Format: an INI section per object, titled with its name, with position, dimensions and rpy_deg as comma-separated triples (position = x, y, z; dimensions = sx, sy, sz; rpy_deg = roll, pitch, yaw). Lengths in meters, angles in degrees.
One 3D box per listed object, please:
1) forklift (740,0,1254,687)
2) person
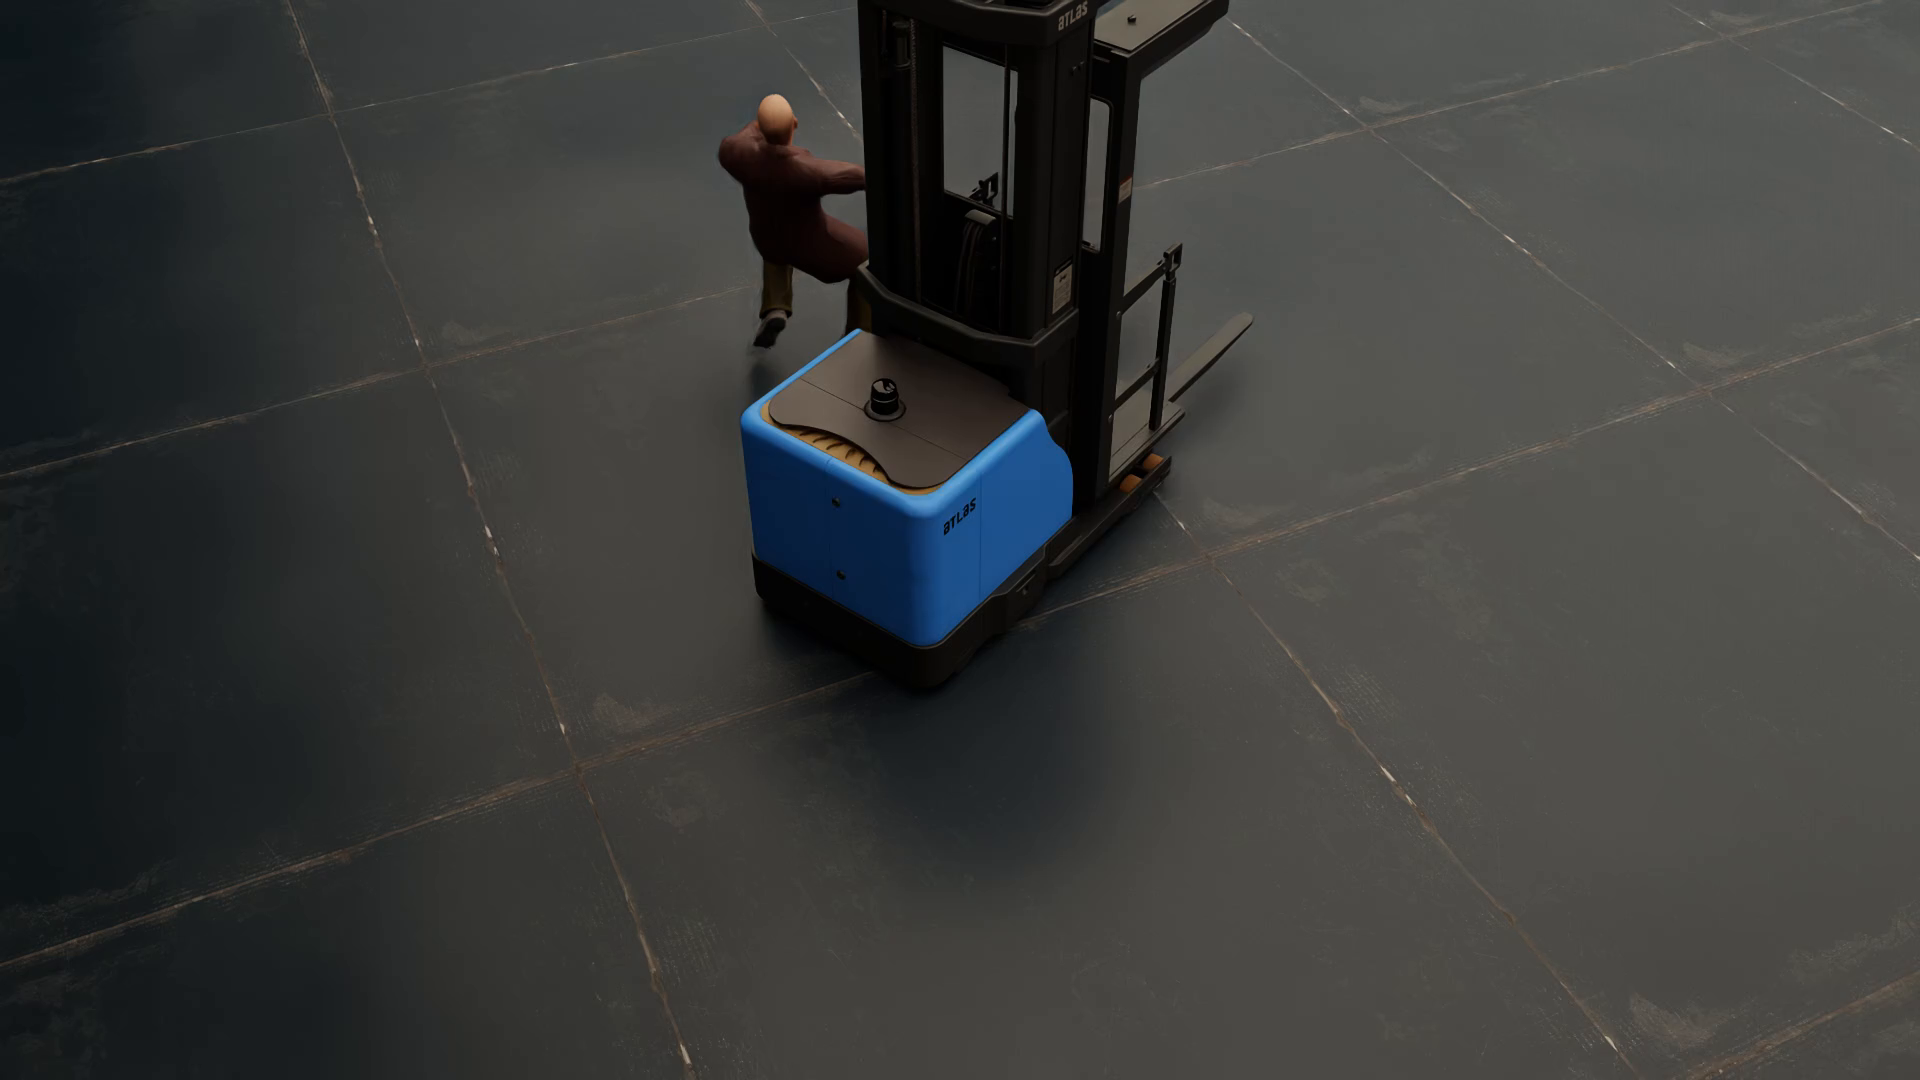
[forklift]
position = 0.369, -1.403, 7.184
dimensions = 1.130, 2.935, 3.031
rpy_deg = 27, 50, 26
[person]
position = -0.715, -1.614, 8.396
dimensions = 0.913, 1.622, 0.767
rpy_deg = 14, 45, 15
